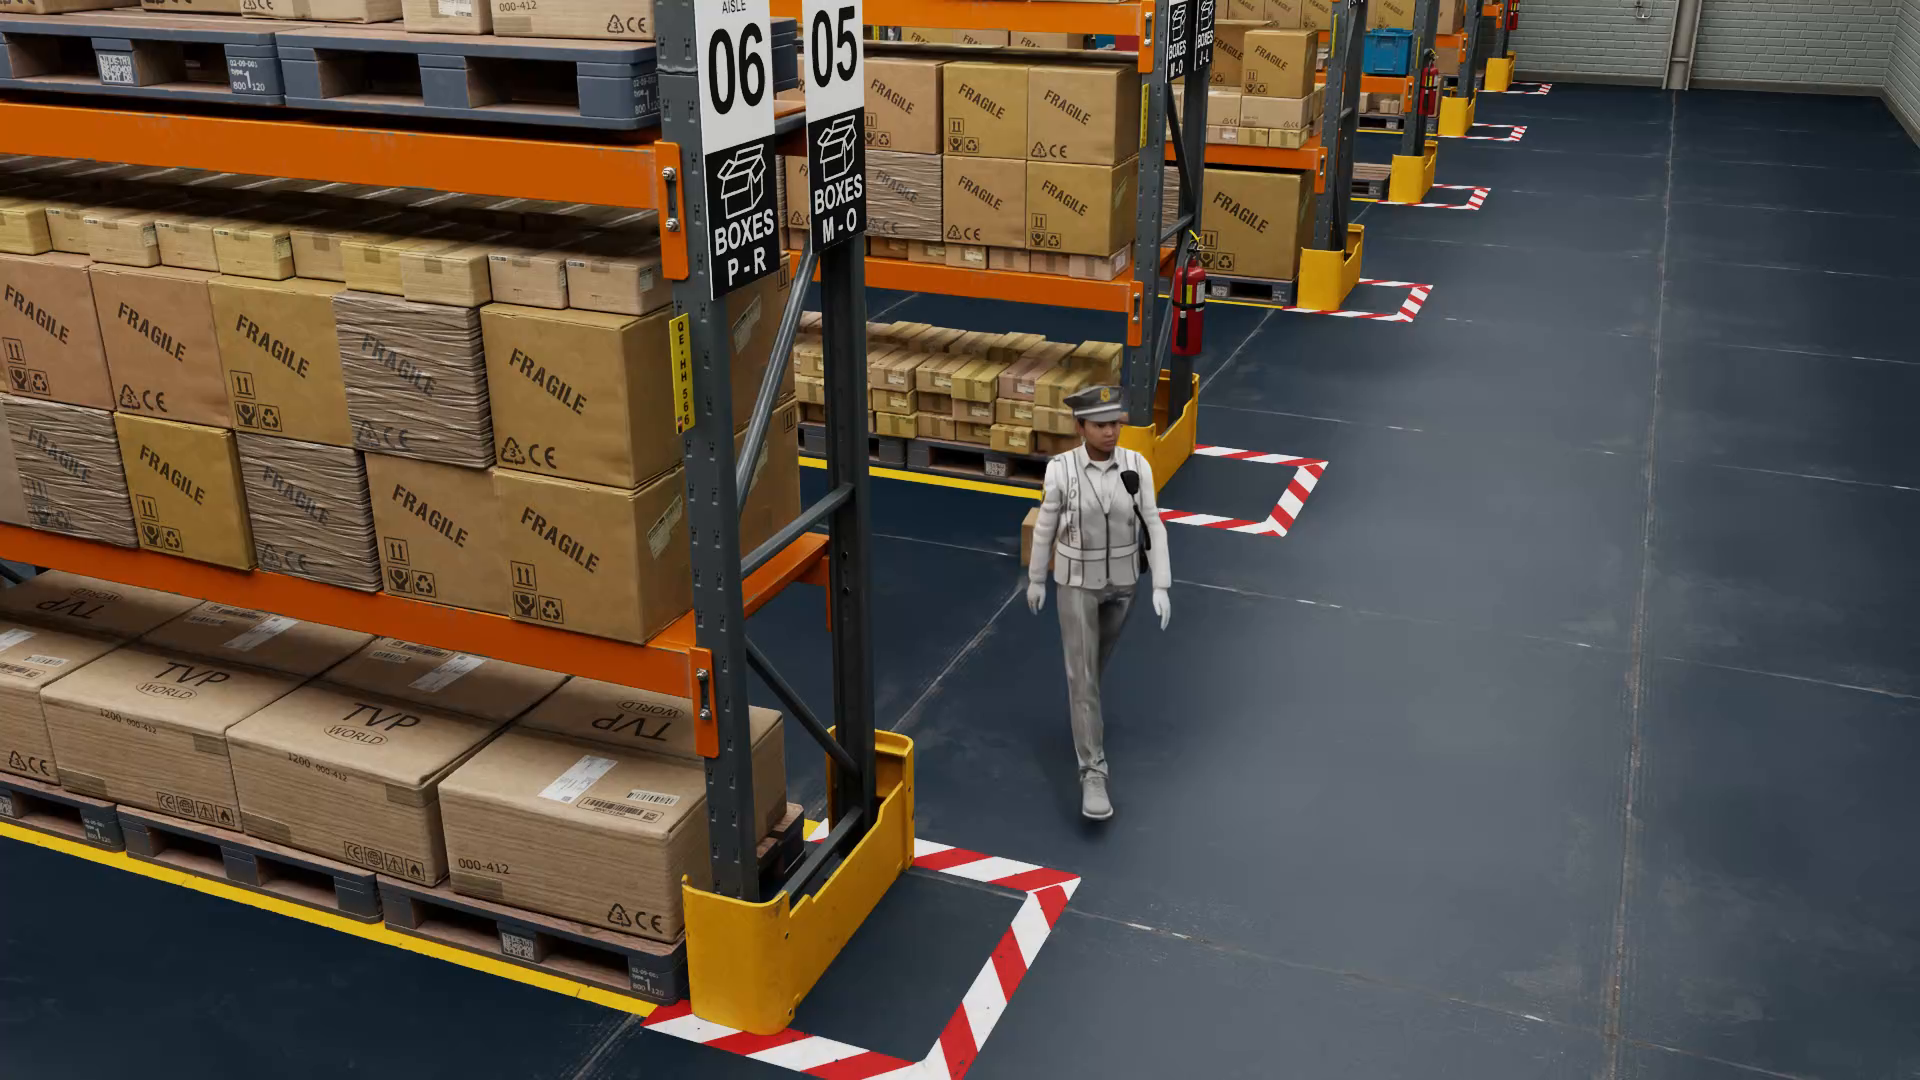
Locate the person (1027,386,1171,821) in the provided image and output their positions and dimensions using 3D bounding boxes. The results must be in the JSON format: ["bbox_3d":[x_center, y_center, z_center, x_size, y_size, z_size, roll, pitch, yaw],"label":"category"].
[{"bbox_3d":[0.576,0.167,6.623,0.513,1.619,1.029,-6,23,-13],"label":"person"}]
